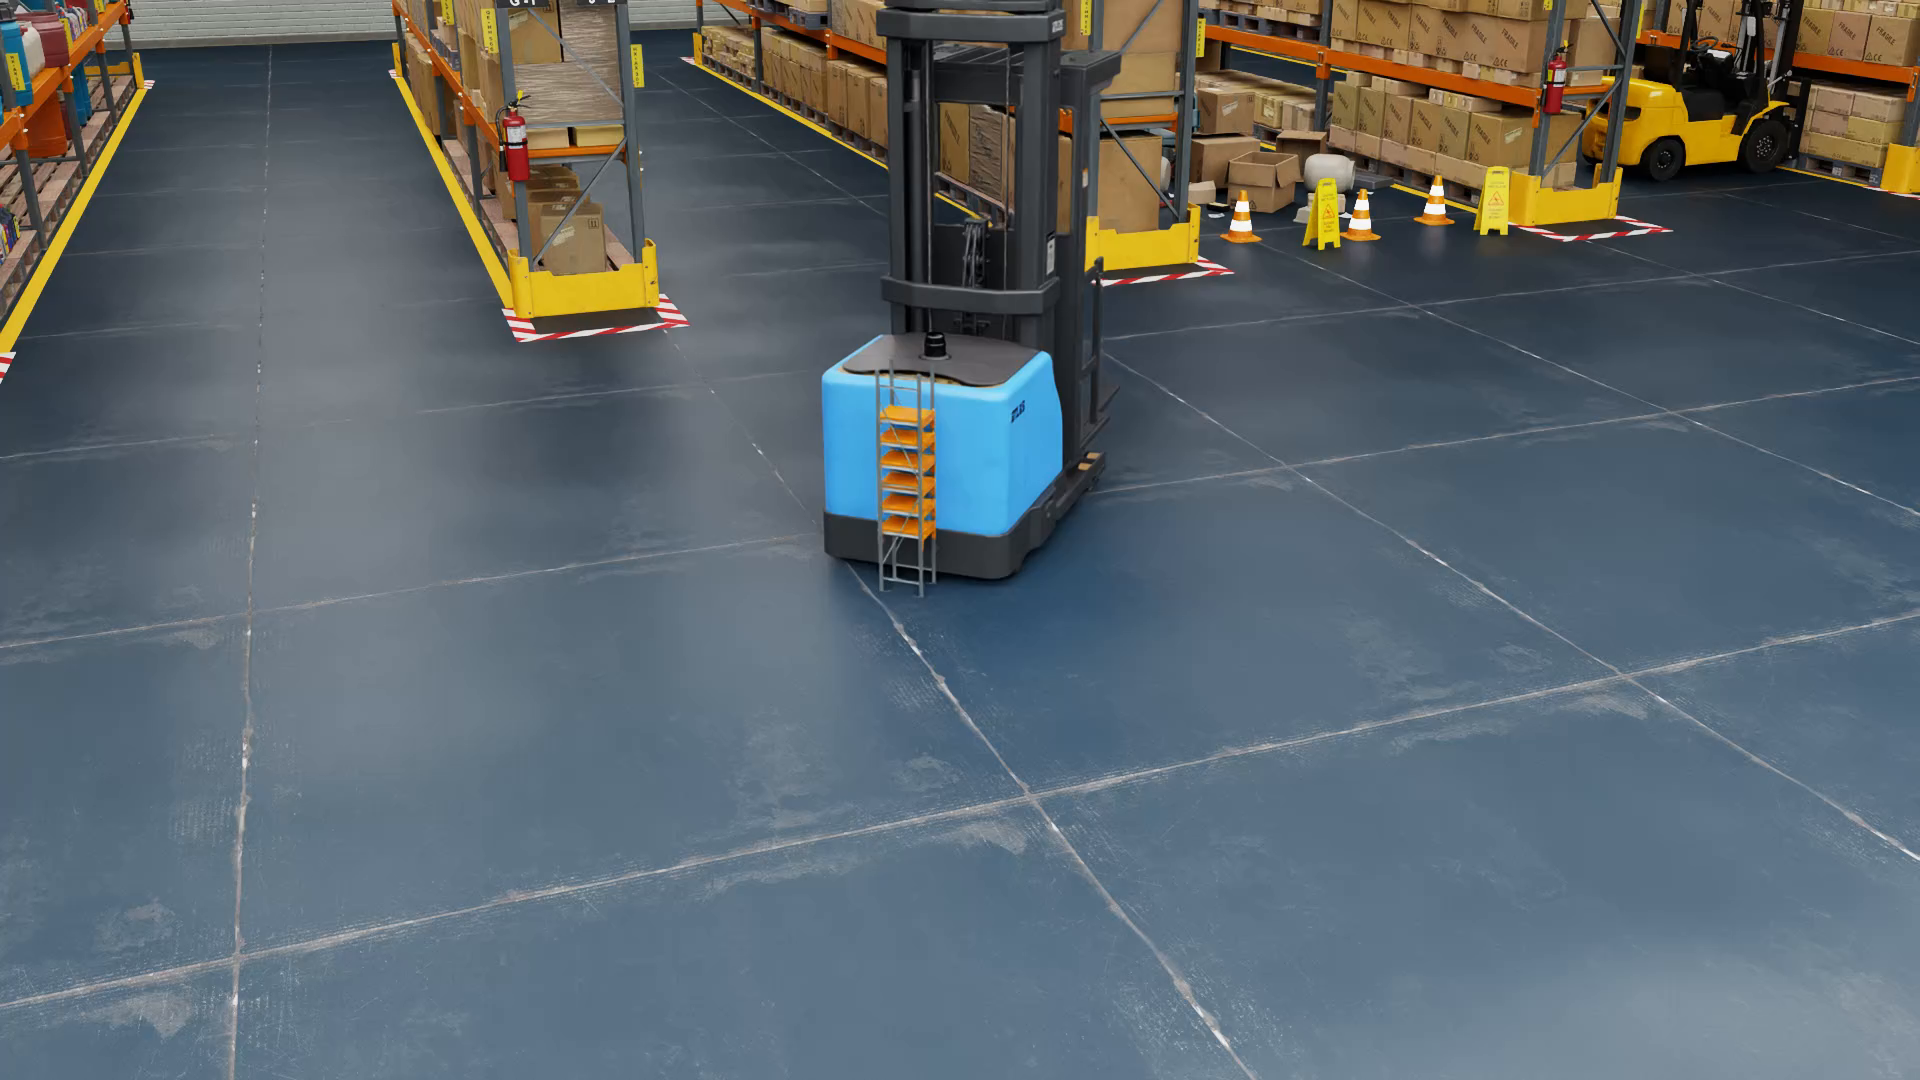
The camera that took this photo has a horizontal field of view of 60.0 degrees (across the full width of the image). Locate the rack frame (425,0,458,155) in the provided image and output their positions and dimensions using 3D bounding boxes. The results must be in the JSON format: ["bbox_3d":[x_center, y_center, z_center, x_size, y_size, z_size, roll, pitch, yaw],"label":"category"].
[{"bbox_3d":[-5.904,-6.199,20.095,1.000,3.000,0.127,-8,24,-19],"label":"rack frame"}]

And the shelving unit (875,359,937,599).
[{"bbox_3d":[-0.271,-0.301,8.420,0.258,1.200,0.189,8,24,18],"label":"shelving unit"}]

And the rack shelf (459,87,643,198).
[{"bbox_3d":[-3.784,-3.687,15.062,1.077,0.370,4.000,-8,24,-19],"label":"rack shelf"}]

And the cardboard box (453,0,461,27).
[{"bbox_3d":[-4.569,-5.191,15.905,0.500,0.500,0.500,-8,24,-19],"label":"cardboard box"}]

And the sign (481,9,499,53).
[{"bbox_3d":[-3.604,-3.902,12.749,0.100,0.325,0.005,-8,24,-19],"label":"sign"}]

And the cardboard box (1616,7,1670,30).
[{"bbox_3d":[9.000,-6.866,21.870,0.500,0.250,0.500,-8,24,-18],"label":"cardboard box"}]

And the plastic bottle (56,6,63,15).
[{"bbox_3d":[-11.389,-6.574,21.049,0.144,0.351,0.185,-8,24,-19],"label":"plastic bottle"}]

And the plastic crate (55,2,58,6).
[{"bbox_3d":[-12.847,-7.470,23.374,0.293,0.136,0.466,-8,24,-19],"label":"plastic crate"}]

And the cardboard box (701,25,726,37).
[{"bbox_3d":[-4.187,-8.666,28.314,0.380,0.149,0.250,-10,25,-21],"label":"cardboard box"}]

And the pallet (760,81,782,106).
[{"bbox_3d":[-2.364,-6.728,24.942,1.003,0.211,1.213,-8,24,-19],"label":"pallet"}]

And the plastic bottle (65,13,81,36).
[{"bbox_3d":[-11.202,-6.501,20.971,0.152,0.276,0.135,-8,24,-19],"label":"plastic bottle"}]

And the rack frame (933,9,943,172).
[{"bbox_3d":[0.185,-5.389,18.174,1.000,3.000,0.127,-8,24,-19],"label":"rack frame"}]

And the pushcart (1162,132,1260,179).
[{"bbox_3d":[2.665,-4.566,19.597,1.648,0.377,0.936,-18,29,-37],"label":"pushcart"}]

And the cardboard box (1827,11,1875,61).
[{"bbox_3d":[10.242,-5.713,18.813,0.500,0.500,0.500,-8,24,-17],"label":"cardboard box"}]

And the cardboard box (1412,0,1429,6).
[{"bbox_3d":[5.314,-6.008,17.843,0.700,0.500,0.500,-9,24,-19],"label":"cardboard box"}]

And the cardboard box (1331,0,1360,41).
[{"bbox_3d":[4.675,-6.090,19.326,0.500,0.500,0.500,-8,24,-19],"label":"cardboard box"}]

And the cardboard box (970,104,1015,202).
[{"bbox_3d":[0.664,-4.039,17.165,0.875,0.875,0.875,-8,24,-19],"label":"cardboard box"}]

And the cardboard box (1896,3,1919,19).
[{"bbox_3d":[10.451,-5.767,18.106,0.380,0.149,0.250,-8,24,-18],"label":"cardboard box"}]

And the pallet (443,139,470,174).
[{"bbox_3d":[-5.629,-4.630,19.963,1.003,0.211,1.213,-8,24,-19],"label":"pallet"}]

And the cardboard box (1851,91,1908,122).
[{"bbox_3d":[10.381,-4.846,18.597,0.500,0.250,0.500,-8,24,-17],"label":"cardboard box"}]

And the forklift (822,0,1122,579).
[{"bbox_3d":[0.249,-1.693,9.492,1.130,2.935,3.031,8,24,18],"label":"forklift"}]

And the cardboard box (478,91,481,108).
[{"bbox_3d":[-4.231,-4.059,15.343,0.380,0.149,0.250,-8,24,-19],"label":"cardboard box"}]

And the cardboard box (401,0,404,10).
[{"bbox_3d":[-7.913,-7.789,24.192,0.380,0.149,0.250,-9,24,-20],"label":"cardboard box"}]

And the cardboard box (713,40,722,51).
[{"bbox_3d":[-3.907,-8.249,27.705,0.380,0.149,0.250,-8,24,-17],"label":"cardboard box"}]

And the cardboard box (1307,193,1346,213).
[{"bbox_3d":[3.841,-3.537,17.450,0.380,0.149,0.250,4,23,9],"label":"cardboard box"}]

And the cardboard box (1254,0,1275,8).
[{"bbox_3d":[4.050,-6.986,20.912,0.500,0.500,0.500,-7,24,-17],"label":"cardboard box"}]

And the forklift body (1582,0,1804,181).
[{"bbox_3d":[8.459,-5.382,19.249,2.313,2.155,1.214,-8,24,-19],"label":"forklift body"}]

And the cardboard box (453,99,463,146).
[{"bbox_3d":[-5.648,-5.009,19.924,0.700,0.500,0.500,-10,25,-22],"label":"cardboard box"}]

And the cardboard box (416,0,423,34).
[{"bbox_3d":[-6.667,-6.760,21.299,0.500,0.500,0.500,-9,25,-21],"label":"cardboard box"}]

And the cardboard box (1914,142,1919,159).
[{"bbox_3d":[10.845,-4.466,18.983,0.500,0.250,0.500,-8,24,-19],"label":"cardboard box"}]

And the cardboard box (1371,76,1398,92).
[{"bbox_3d":[4.908,-5.184,18.887,0.380,0.149,0.250,-7,24,-17],"label":"cardboard box"}]

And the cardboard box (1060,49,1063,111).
[{"bbox_3d":[1.210,-4.330,15.469,0.875,0.550,0.550,-8,24,-19],"label":"cardboard box"}]

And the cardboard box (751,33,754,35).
[{"bbox_3d":[-3.216,-8.266,27.364,0.380,0.149,0.250,-9,25,-21],"label":"cardboard box"}]

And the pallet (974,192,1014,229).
[{"bbox_3d":[0.815,-3.373,16.981,1.003,0.211,1.213,-8,24,-19],"label":"pallet"}]

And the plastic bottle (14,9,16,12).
[{"bbox_3d":[-12.220,-6.727,21.499,0.061,0.283,0.133,-8,24,-19],"label":"plastic bottle"}]

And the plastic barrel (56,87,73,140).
[{"bbox_3d":[-11.125,-5.187,20.259,0.600,0.588,0.708,-8,24,-19],"label":"plastic barrel"}]

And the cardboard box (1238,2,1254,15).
[{"bbox_3d":[3.834,-6.899,21.539,0.380,0.149,0.250,-8,24,-17],"label":"cardboard box"}]

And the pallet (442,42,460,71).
[{"bbox_3d":[-5.166,-5.397,18.439,1.003,0.211,1.213,-8,24,-19],"label":"pallet"}]

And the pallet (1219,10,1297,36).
[{"bbox_3d":[4.105,-6.756,21.665,1.003,0.211,1.213,-8,24,-19],"label":"pallet"}]

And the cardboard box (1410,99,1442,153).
[{"bbox_3d":[5.307,-4.553,18.223,0.500,0.500,0.500,-9,24,-20],"label":"cardboard box"}]

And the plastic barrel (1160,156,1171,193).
[{"bbox_3d":[2.021,-4.000,18.196,0.512,0.421,0.421,8,24,18],"label":"plastic barrel"}]

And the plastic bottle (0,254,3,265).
[{"bbox_3d":[-8.288,-2.494,14.252,0.097,0.271,0.097,0,23,0],"label":"plastic bottle"}]

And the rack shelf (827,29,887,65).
[{"bbox_3d":[-0.521,-5.784,20.038,1.077,0.370,4.000,-8,24,-19],"label":"rack shelf"}]

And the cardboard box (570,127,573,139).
[{"bbox_3d":[-3.026,-3.406,13.792,0.380,0.149,0.250,-8,24,-19],"label":"cardboard box"}]

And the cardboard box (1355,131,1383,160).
[{"bbox_3d":[4.935,-4.588,19.272,0.500,0.250,0.500,-7,24,-16],"label":"cardboard box"}]

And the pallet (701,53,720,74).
[{"bbox_3d":[-3.773,-8.137,28.284,1.003,0.211,1.213,-8,24,-19],"label":"pallet"}]

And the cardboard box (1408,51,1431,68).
[{"bbox_3d":[5.150,-5.277,18.232,0.380,0.149,0.250,-8,24,-19],"label":"cardboard box"}]

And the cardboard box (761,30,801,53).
[{"bbox_3d":[-2.627,-7.378,24.606,0.500,0.250,0.500,-9,25,-21],"label":"cardboard box"}]

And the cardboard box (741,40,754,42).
[{"bbox_3d":[-3.251,-7.825,26.318,0.380,0.149,0.250,-8,24,-17],"label":"cardboard box"}]

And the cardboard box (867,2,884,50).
[{"bbox_3d":[-0.788,-6.140,19.826,0.500,0.500,0.500,-9,24,-20],"label":"cardboard box"}]

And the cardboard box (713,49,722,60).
[{"bbox_3d":[-3.917,-8.114,27.769,0.380,0.149,0.250,-8,24,-18],"label":"cardboard box"}]

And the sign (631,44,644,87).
[{"bbox_3d":[-2.570,-3.765,13.207,0.100,0.325,0.005,-8,24,-19],"label":"sign"}]

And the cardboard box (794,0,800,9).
[{"bbox_3d":[-2.009,-7.220,22.302,0.380,0.149,0.250,-8,24,-18],"label":"cardboard box"}]

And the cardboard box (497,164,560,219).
[{"bbox_3d":[-4.177,-3.429,16.202,0.500,0.500,0.500,-1,23,-2],"label":"cardboard box"}]
